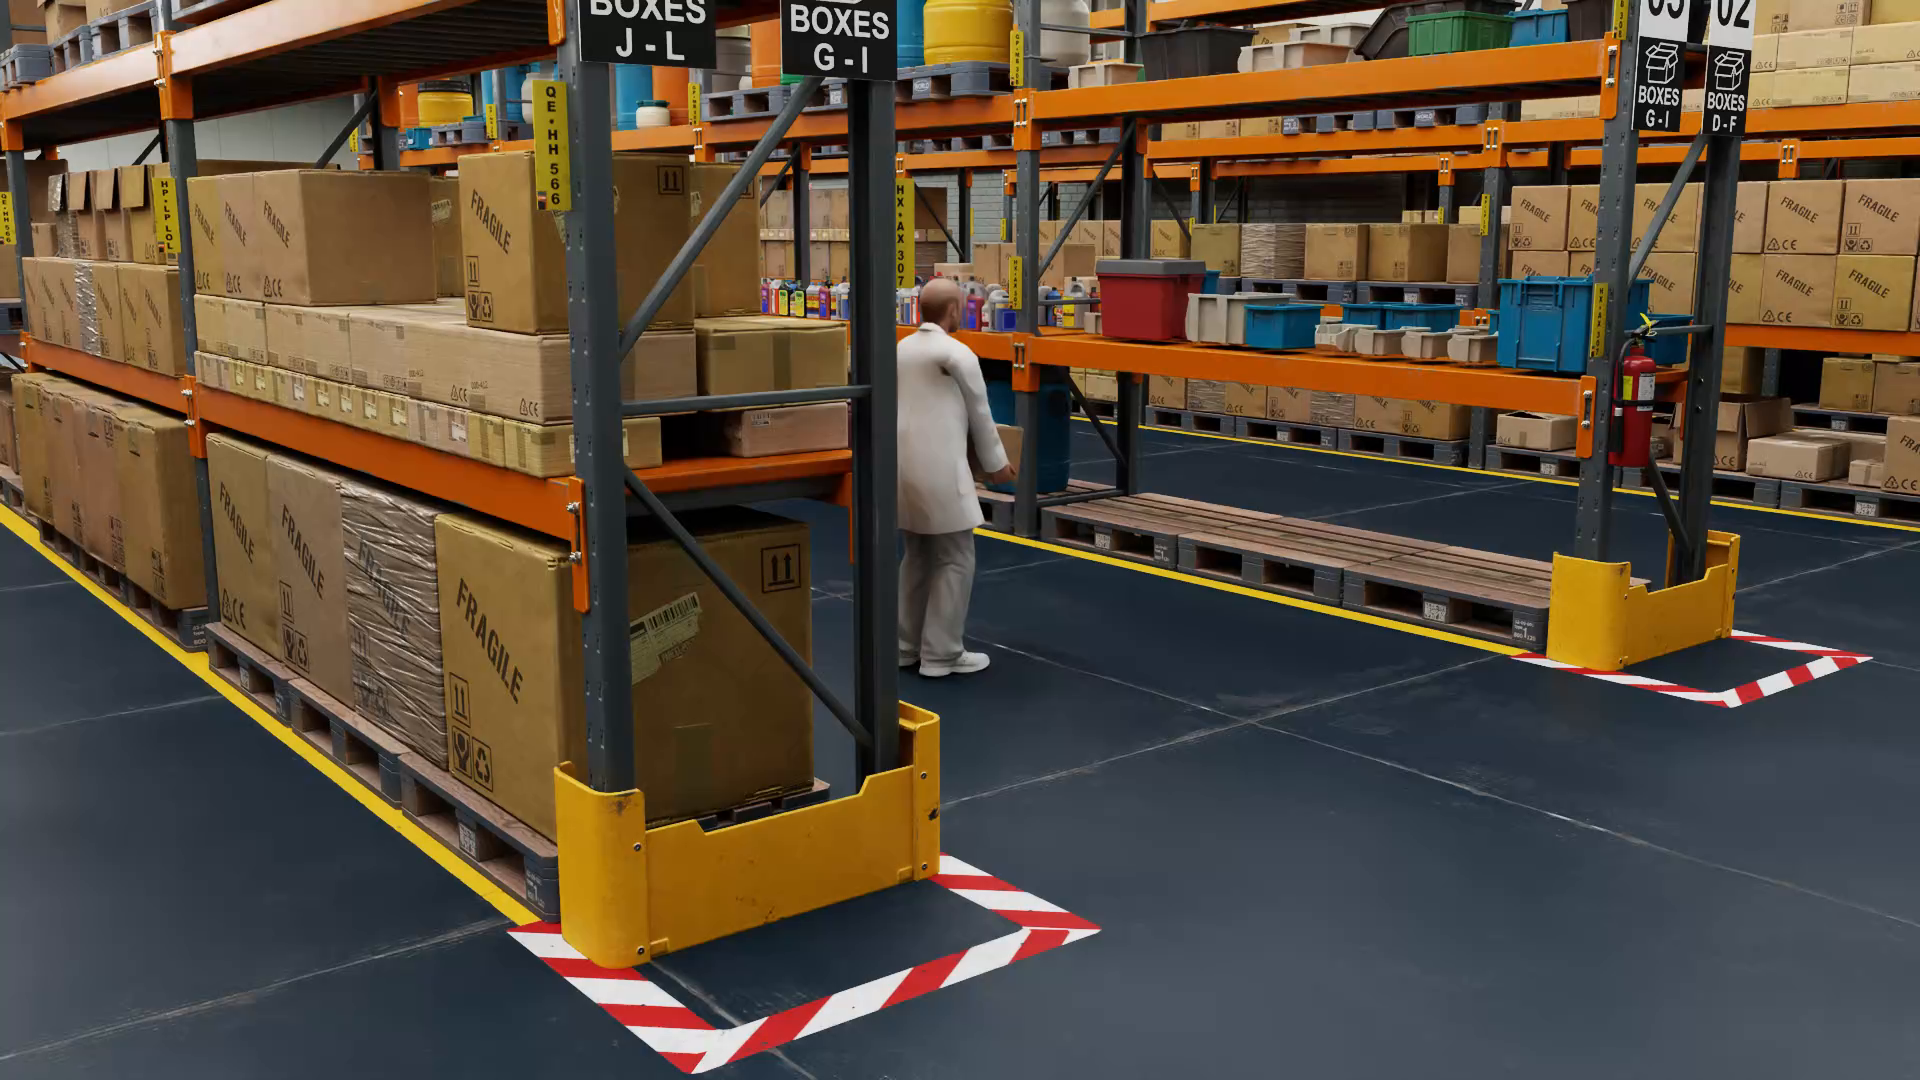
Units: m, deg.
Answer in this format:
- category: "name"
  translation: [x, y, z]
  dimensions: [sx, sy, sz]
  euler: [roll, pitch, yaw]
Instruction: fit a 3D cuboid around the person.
- category: "person"
  translation: [-0.047, -0.294, 7.549]
  dimensions: [0.574, 1.774, 0.531]
  euler: [-9, 14, -39]
